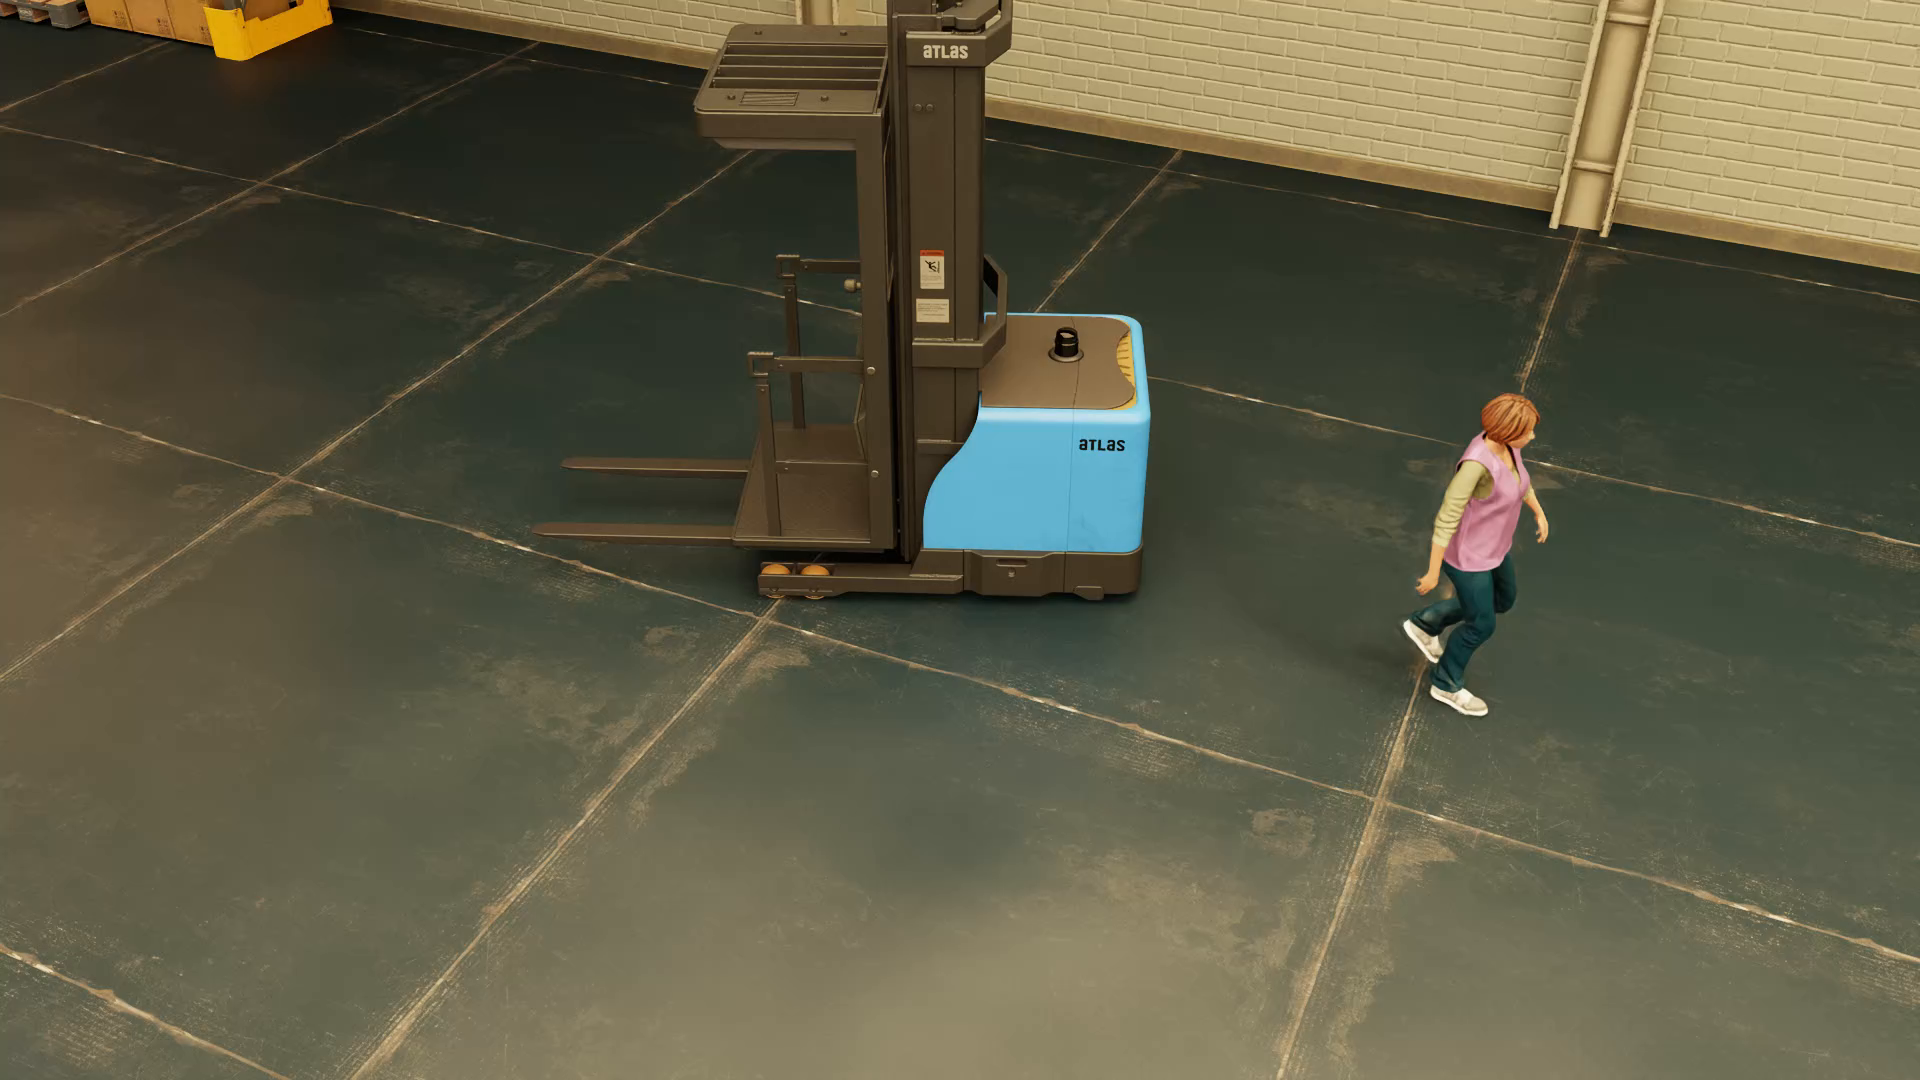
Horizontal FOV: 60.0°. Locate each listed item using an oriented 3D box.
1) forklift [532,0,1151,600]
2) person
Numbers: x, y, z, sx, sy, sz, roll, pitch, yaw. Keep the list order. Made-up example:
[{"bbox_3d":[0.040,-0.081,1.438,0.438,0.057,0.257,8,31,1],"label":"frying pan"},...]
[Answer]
[{"bbox_3d":[-0.608,-1.208,7.780,3.031,2.935,1.130,1,36,2],"label":"forklift"},{"bbox_3d":[2.214,0.044,7.194,0.495,1.577,0.627,20,40,25],"label":"person"}]
